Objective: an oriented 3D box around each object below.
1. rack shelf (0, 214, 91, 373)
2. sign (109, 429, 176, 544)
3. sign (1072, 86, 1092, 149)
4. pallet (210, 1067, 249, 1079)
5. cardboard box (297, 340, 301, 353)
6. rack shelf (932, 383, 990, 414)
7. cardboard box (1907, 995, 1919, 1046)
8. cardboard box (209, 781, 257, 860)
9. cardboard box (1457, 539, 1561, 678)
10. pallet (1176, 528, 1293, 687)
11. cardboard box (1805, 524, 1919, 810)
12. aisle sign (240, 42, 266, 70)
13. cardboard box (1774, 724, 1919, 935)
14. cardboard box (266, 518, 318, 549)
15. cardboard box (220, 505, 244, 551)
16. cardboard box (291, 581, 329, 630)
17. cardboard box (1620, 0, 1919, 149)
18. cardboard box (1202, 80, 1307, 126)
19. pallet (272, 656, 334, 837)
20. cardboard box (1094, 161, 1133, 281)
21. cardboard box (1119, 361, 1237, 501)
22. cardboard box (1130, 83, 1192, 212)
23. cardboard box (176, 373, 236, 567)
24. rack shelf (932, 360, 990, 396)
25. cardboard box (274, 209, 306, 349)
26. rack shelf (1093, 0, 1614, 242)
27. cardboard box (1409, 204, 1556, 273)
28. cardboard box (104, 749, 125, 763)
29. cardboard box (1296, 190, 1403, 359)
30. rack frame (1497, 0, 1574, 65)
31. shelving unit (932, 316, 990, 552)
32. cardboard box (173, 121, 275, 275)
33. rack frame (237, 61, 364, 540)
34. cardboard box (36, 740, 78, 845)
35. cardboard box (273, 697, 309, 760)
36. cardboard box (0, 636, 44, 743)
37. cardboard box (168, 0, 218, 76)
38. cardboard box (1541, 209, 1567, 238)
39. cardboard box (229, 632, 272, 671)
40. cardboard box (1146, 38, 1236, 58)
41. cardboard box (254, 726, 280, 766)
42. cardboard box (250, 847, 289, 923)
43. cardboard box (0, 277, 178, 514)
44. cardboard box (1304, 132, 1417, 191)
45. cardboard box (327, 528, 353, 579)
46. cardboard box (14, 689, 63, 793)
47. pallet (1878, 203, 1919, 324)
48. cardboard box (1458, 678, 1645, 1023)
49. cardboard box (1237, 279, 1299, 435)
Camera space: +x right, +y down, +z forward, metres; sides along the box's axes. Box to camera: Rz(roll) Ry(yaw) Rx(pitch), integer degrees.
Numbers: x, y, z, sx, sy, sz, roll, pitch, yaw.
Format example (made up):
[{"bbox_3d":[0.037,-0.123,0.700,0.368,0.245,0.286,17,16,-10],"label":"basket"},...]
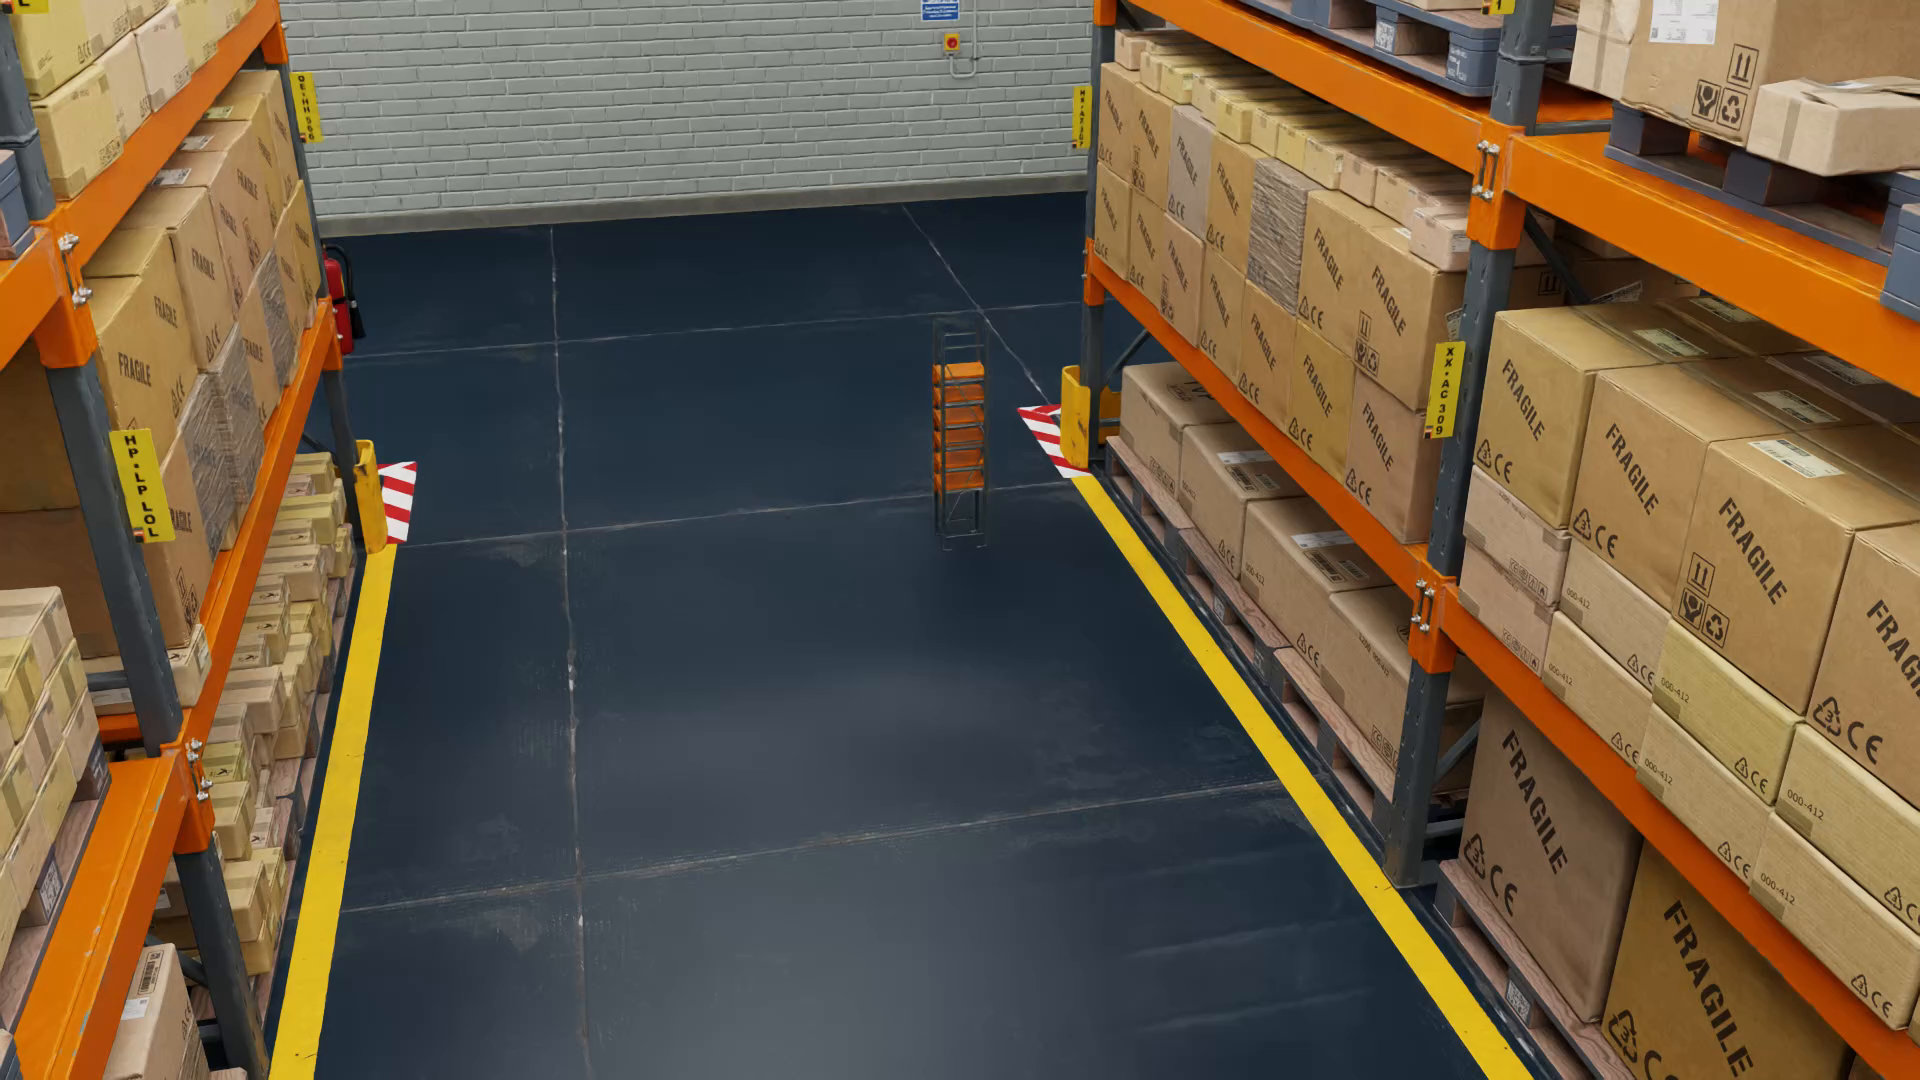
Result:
[{"bbox_3d":[-2.259,0.294,2.308,1.077,0.370,4.000,-6,27,-12],"label":"rack shelf"},{"bbox_3d":[-2.170,-0.141,4.415,0.100,0.325,0.005,-6,27,-12],"label":"sign"},{"bbox_3d":[0.647,-2.237,8.805,0.100,0.325,0.005,-6,27,-12],"label":"sign"},{"bbox_3d":[-2.533,2.020,4.513,1.003,0.211,1.213,-6,27,-12],"label":"pallet"},{"bbox_3d":[-3.172,-0.874,7.431,0.380,0.149,0.250,-6,27,-12],"label":"cardboard box"},{"bbox_3d":[0.003,-0.704,8.379,0.258,0.103,0.180,-6,27,-12],"label":"rack shelf"},{"bbox_3d":[2.396,1.069,3.470,0.500,0.250,0.500,-6,27,-12],"label":"cardboard box"},{"bbox_3d":[-2.590,0.954,5.568,0.380,0.149,0.250,-5,27,-9],"label":"cardboard box"},{"bbox_3d":[1.932,0.174,5.243,0.500,0.250,0.500,-7,28,-13],"label":"cardboard box"},{"bbox_3d":[1.717,0.253,8.014,1.003,0.211,1.213,-6,27,-12],"label":"pallet"},{"bbox_3d":[2.284,0.285,3.635,0.500,0.500,0.500,-6,27,-12],"label":"cardboard box"},{"bbox_3d":[-3.335,-2.545,7.579,0.394,0.787,0.004,-6,27,-12],"label":"aisle sign"},{"bbox_3d":[2.263,0.625,3.795,0.500,0.250,0.500,-7,28,-13],"label":"cardboard box"},{"bbox_3d":[-3.066,0.041,7.377,0.380,0.149,0.250,-7,28,-14],"label":"cardboard box"},{"bbox_3d":[-2.745,-0.066,5.831,0.380,0.149,0.250,-5,27,-11],"label":"cardboard box"},{"bbox_3d":[-2.966,0.287,7.220,0.380,0.149,0.250,-6,27,-11],"label":"cardboard box"},{"bbox_3d":[2.006,-1.268,4.027,0.500,0.500,0.500,-6,27,-13],"label":"cardboard box"},{"bbox_3d":[1.277,-1.895,7.234,0.380,0.149,0.250,-6,27,-11],"label":"cardboard box"},{"bbox_3d":[-3.174,0.851,6.830,1.003,0.211,1.213,-6,27,-12],"label":"pallet"},{"bbox_3d":[1.017,-1.674,8.626,0.500,0.500,0.500,-6,27,-12],"label":"cardboard box"},{"bbox_3d":[1.435,-0.633,9.053,0.875,0.438,0.875,-7,28,-13],"label":"cardboard box"},{"bbox_3d":[1.143,-1.894,7.954,0.500,0.500,0.500,-7,28,-13],"label":"cardboard box"},{"bbox_3d":[-2.694,-0.203,5.382,0.500,0.500,0.500,-6,27,-12],"label":"cardboard box"},{"bbox_3d":[0.003,-0.811,8.325,0.258,0.103,0.180,-6,27,-12],"label":"rack shelf"},{"bbox_3d":[-3.148,-1.102,7.163,0.500,0.500,0.500,-6,27,-12],"label":"cardboard box"},{"bbox_3d":[1.639,-2.009,6.871,1.077,0.370,4.000,-6,27,-12],"label":"rack shelf"},{"bbox_3d":[1.711,-0.997,5.455,0.380,0.149,0.250,-7,28,-13],"label":"cardboard box"},{"bbox_3d":[-3.185,0.785,5.903,0.380,0.149,0.250,-5,27,-10],"label":"cardboard box"},{"bbox_3d":[1.608,-1.007,6.195,0.500,0.500,0.500,-6,27,-12],"label":"cardboard box"},{"bbox_3d":[2.090,-2.791,4.293,1.000,3.000,0.127,-6,27,-12],"label":"rack frame"},{"bbox_3d":[0.003,-0.529,8.467,0.258,1.200,0.189,-6,27,-12],"label":"shelving unit"},{"bbox_3d":[-3.026,-1.320,6.487,0.500,0.500,0.500,-5,27,-9],"label":"cardboard box"},{"bbox_3d":[-3.611,-1.322,8.040,1.000,3.000,0.127,-6,27,-12],"label":"rack frame"},{"bbox_3d":[-2.368,0.627,3.992,0.380,0.149,0.250,-6,27,-11],"label":"cardboard box"},{"bbox_3d":[-2.811,0.761,6.611,0.380,0.149,0.250,-7,28,-13],"label":"cardboard box"},{"bbox_3d":[-2.368,0.367,3.846,0.380,0.149,0.250,-7,28,-13],"label":"cardboard box"},{"bbox_3d":[-2.891,-1.748,5.721,0.500,0.250,0.500,-5,27,-9],"label":"cardboard box"},{"bbox_3d":[2.198,-1.170,5.798,0.380,0.149,0.250,-6,27,-11],"label":"cardboard box"},{"bbox_3d":[-2.896,0.505,6.458,0.380,0.149,0.250,-7,28,-14],"label":"cardboard box"},{"bbox_3d":[1.127,-2.358,8.152,0.380,0.149,0.250,-5,27,-10],"label":"cardboard box"},{"bbox_3d":[-2.811,0.747,6.308,0.380,0.149,0.250,-5,27,-9],"label":"cardboard box"},{"bbox_3d":[-2.539,1.210,5.722,0.380,0.149,0.250,-5,27,-10],"label":"cardboard box"},{"bbox_3d":[-2.574,-0.413,4.688,0.500,0.500,0.500,-5,27,-10],"label":"cardboard box"},{"bbox_3d":[1.544,-1.449,6.352,0.380,0.149,0.250,-6,27,-12],"label":"cardboard box"},{"bbox_3d":[-3.133,0.076,7.969,0.380,0.149,0.250,-5,27,-10],"label":"cardboard box"},{"bbox_3d":[-2.367,0.496,3.921,0.380,0.149,0.250,-6,27,-11],"label":"cardboard box"},{"bbox_3d":[2.540,-0.380,3.054,1.003,0.211,1.213,-5,27,-9],"label":"pallet"},{"bbox_3d":[2.308,0.912,5.506,0.875,0.875,0.875,-5,27,-10],"label":"cardboard box"},{"bbox_3d":[1.488,-0.780,6.855,0.500,0.500,0.500,-6,27,-12],"label":"cardboard box"}]
